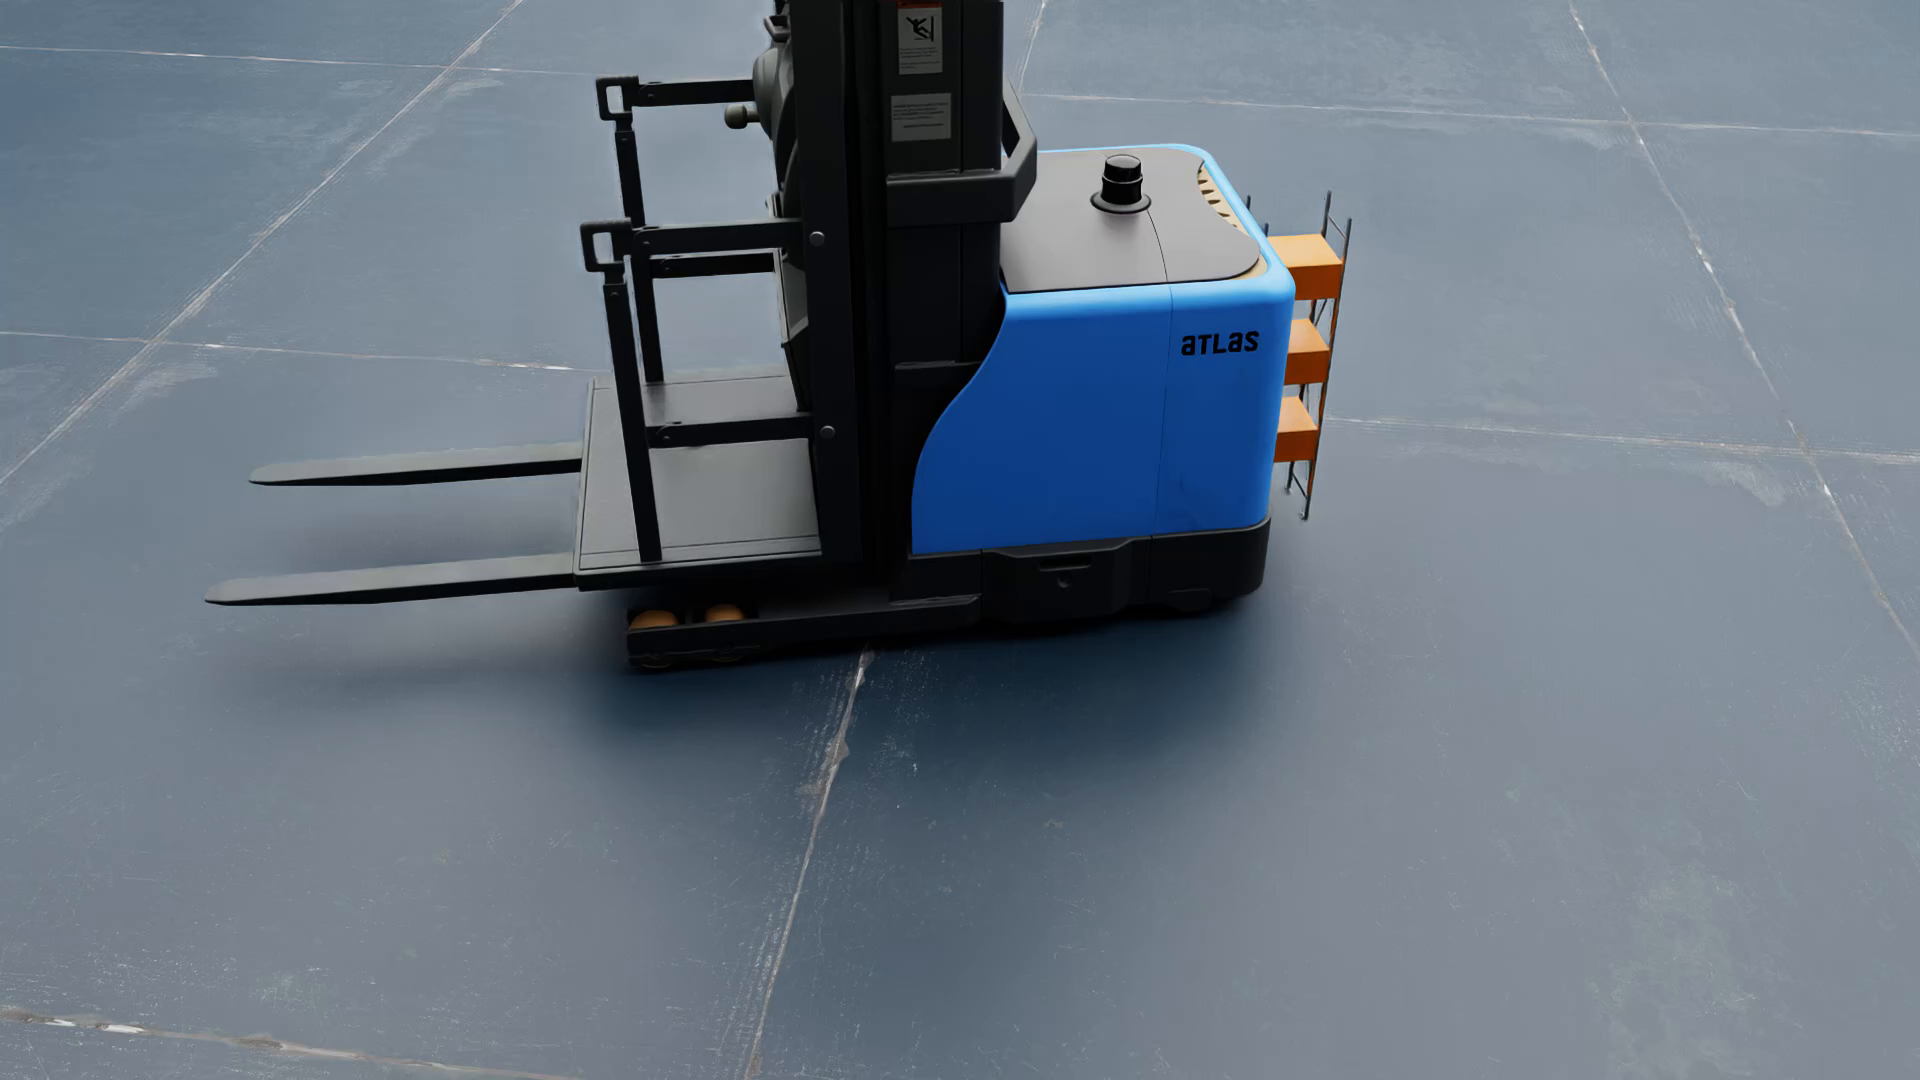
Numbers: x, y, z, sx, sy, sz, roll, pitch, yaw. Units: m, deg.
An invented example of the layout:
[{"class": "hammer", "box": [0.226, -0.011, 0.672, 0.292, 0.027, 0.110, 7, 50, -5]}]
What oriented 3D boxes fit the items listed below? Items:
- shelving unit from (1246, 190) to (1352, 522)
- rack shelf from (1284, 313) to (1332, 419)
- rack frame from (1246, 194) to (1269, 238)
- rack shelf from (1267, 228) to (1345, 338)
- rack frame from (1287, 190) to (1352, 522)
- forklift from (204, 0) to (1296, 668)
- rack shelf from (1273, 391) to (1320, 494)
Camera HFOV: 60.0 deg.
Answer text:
[{"class": "shelving unit", "box": [0.976, -0.534, 5.095, 0.252, 1.050, 0.215, -5, 36, -6]}, {"class": "rack shelf", "box": [0.976, -0.526, 5.101, 0.240, 0.259, 0.215, -5, 36, -6]}, {"class": "rack frame", "box": [0.855, -0.524, 5.081, 0.008, 1.050, 0.200, -5, 36, -6]}, {"class": "rack shelf", "box": [0.976, -0.757, 4.936, 0.240, 0.259, 0.215, -5, 36, -6]}, {"class": "rack frame", "box": [1.097, -0.544, 5.109, 0.008, 1.050, 0.200, -5, 36, -6]}, {"class": "forklift", "box": [-0.653, -1.156, 4.347, 3.031, 2.935, 1.130, -5, 36, -6]}, {"class": "rack shelf", "box": [0.976, -0.299, 5.262, 0.240, 0.259, 0.215, -5, 36, -6]}]
